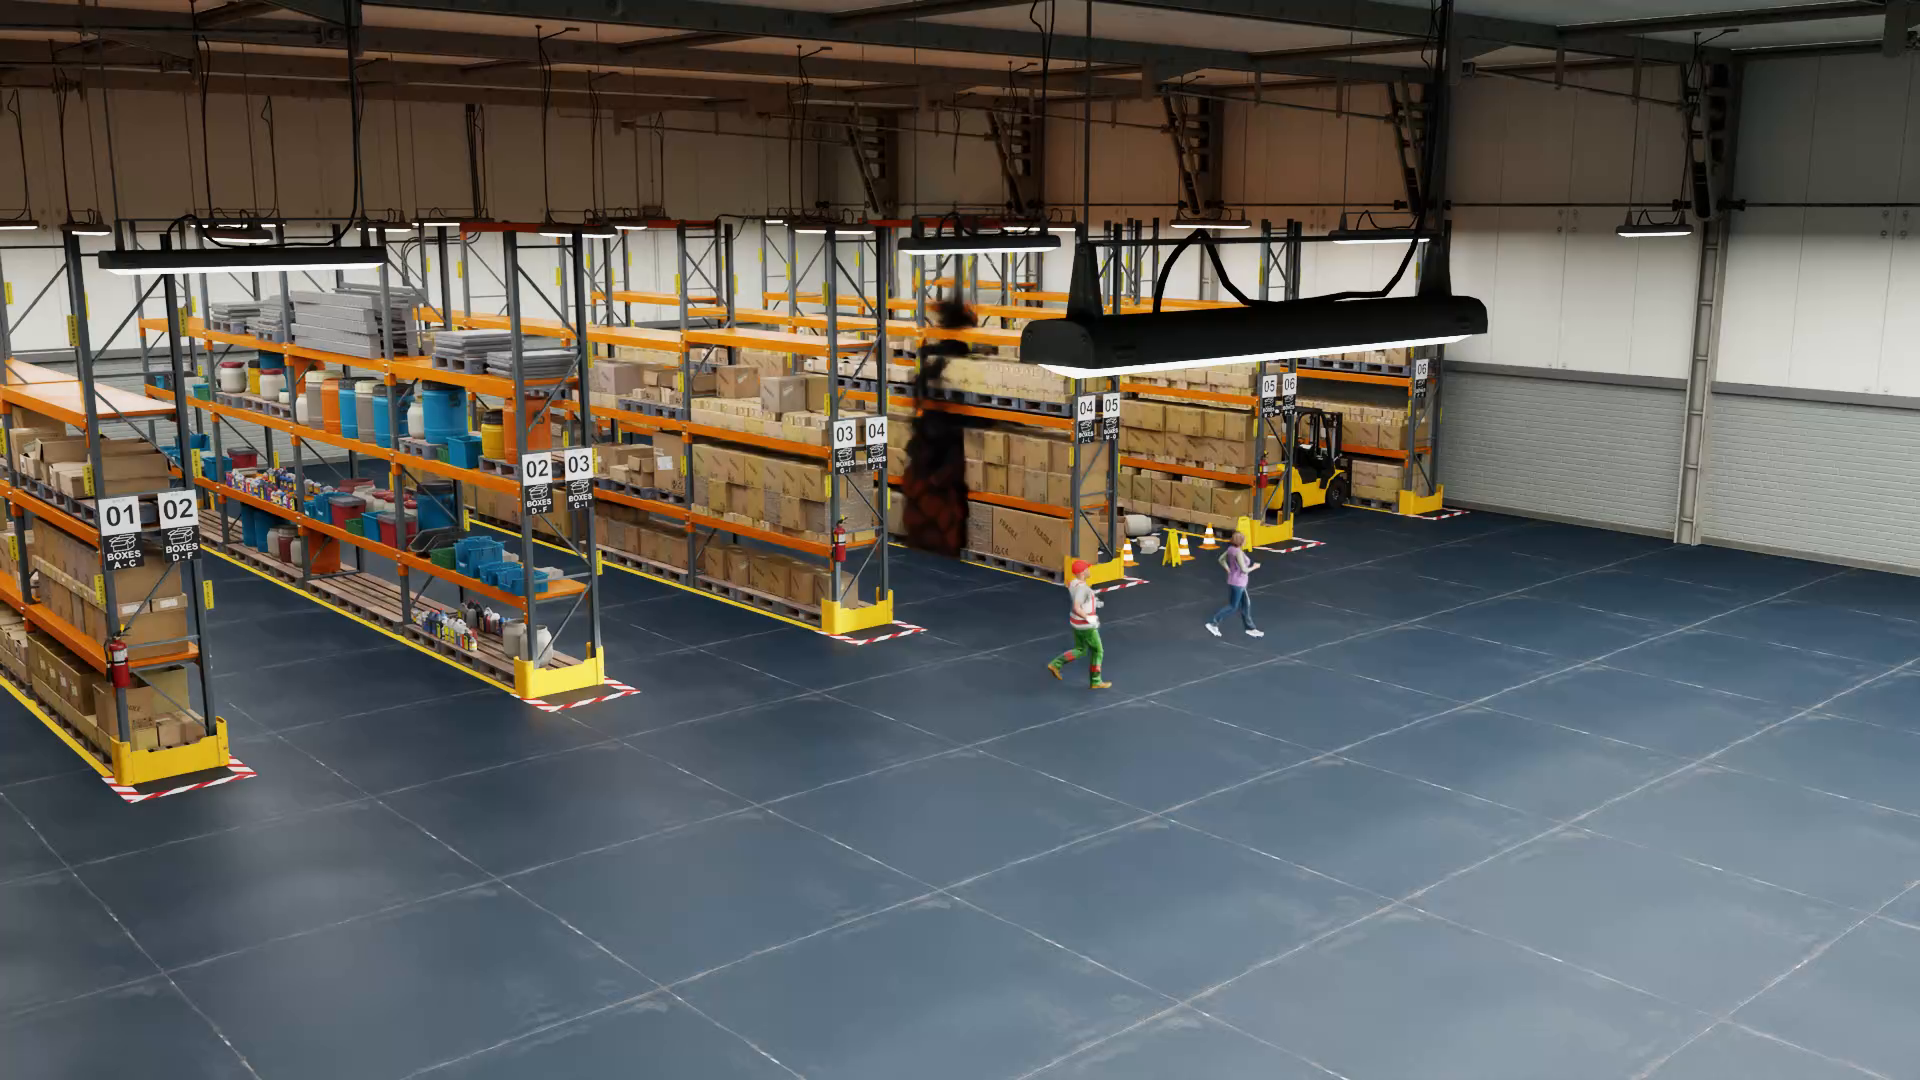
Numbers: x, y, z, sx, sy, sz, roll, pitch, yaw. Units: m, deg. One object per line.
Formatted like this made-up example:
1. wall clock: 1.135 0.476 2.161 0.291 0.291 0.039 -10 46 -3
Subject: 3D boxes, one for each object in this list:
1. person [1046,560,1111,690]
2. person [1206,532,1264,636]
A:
1. person: 1.587 1.121 21.879 0.868 1.760 0.668 -3 12 -12
2. person: 4.059 0.661 24.417 0.907 1.585 0.533 -1 11 -3
